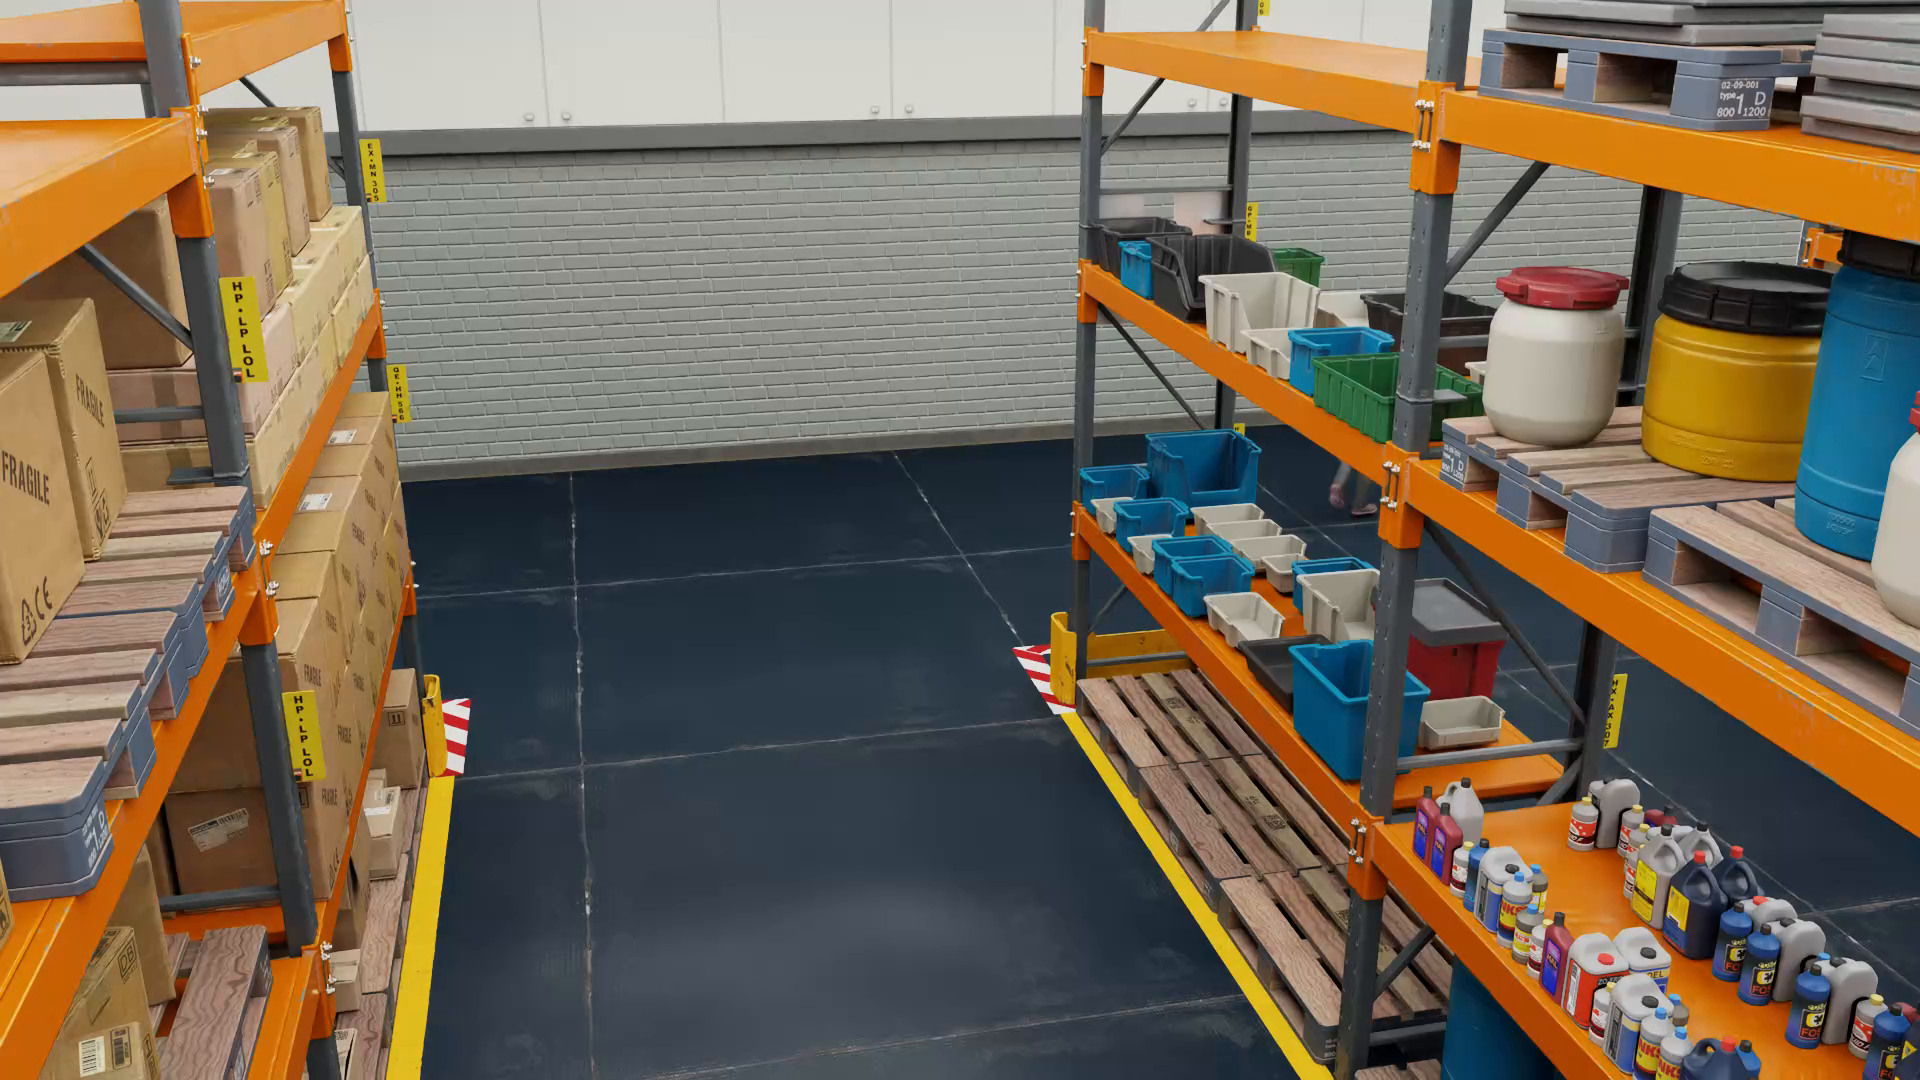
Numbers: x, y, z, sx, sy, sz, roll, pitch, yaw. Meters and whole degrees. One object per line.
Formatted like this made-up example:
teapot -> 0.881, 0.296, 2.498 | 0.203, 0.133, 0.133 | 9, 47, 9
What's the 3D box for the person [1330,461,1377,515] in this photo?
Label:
person -> 3.357, -1.011, 13.815 | 0.449, 1.651, 0.472 | -15, 24, -35
